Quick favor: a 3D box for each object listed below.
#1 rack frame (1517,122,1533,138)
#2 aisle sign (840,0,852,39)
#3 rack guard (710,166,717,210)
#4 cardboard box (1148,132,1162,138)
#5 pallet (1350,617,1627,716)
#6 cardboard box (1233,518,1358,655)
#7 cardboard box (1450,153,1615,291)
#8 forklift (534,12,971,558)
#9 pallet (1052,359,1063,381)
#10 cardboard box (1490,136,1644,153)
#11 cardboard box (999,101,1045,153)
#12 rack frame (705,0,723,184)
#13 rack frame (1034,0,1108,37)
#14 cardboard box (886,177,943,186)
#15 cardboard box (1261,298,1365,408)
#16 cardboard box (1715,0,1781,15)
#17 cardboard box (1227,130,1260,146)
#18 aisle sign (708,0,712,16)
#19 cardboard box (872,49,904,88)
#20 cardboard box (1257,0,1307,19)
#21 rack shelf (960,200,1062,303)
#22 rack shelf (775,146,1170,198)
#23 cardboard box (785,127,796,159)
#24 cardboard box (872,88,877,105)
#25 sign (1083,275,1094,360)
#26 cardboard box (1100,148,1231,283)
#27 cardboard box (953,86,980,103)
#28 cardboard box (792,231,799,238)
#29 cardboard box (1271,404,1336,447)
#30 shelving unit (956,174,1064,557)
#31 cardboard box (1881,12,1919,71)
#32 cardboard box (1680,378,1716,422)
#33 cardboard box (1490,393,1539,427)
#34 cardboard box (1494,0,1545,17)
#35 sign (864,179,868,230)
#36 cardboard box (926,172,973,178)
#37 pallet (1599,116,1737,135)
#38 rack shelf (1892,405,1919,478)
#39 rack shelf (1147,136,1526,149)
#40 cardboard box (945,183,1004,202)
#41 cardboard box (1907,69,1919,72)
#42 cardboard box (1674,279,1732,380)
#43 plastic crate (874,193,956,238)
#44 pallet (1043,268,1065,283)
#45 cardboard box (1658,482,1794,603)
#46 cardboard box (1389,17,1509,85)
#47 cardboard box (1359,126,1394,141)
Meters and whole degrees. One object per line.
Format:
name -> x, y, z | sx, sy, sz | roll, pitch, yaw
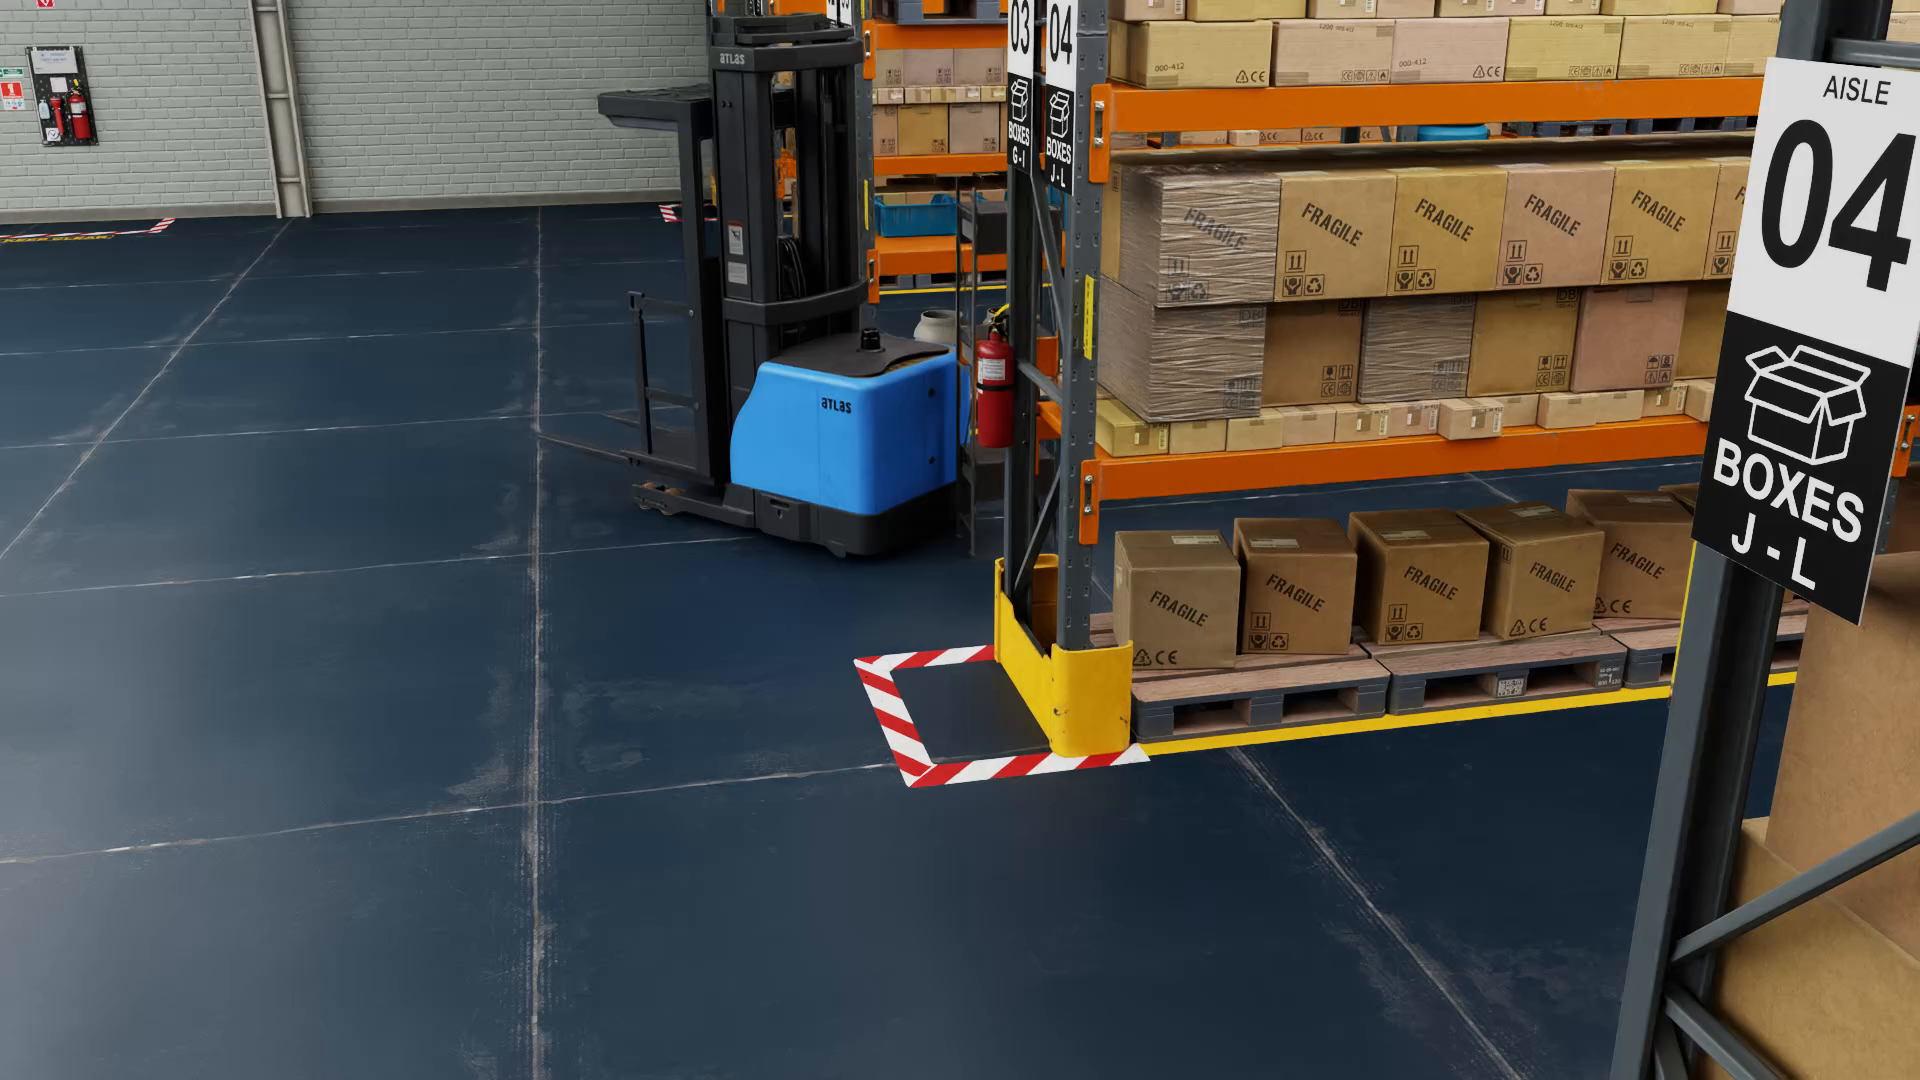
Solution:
rack frame -> 5.894, -4.610, 18.038 | 0.127, 3.000, 1.000 | -5, 21, -12
aisle sign -> -0.758, -3.435, 11.052 | 0.004, 0.787, 0.394 | -5, 21, -12
rack guard -> -2.961, -4.467, 21.281 | 0.348, 0.500, 1.175 | -5, 21, -12
cardboard box -> 2.504, -5.478, 22.313 | 0.500, 0.250, 0.500 | -5, 21, -14
pallet -> 2.442, 0.495, 8.156 | 1.213, 0.211, 1.003 | -5, 21, -12
cardboard box -> 1.570, 0.214, 7.894 | 0.500, 0.500, 0.500 | 1, 20, 2
cardboard box -> 2.442, -1.388, 7.210 | 0.500, 0.500, 0.500 | -5, 21, -12
forklift -> -1.419, -1.656, 10.075 | 3.031, 2.935, 1.130 | 14, 24, 33
pallet -> 1.285, -1.188, 12.752 | 1.213, 0.211, 1.003 | -5, 21, -12
cardboard box -> 2.808, -1.603, 7.798 | 0.500, 0.500, 0.500 | -5, 21, -12
cardboard box -> 0.570, -4.221, 16.830 | 0.500, 0.500, 0.700 | -4, 21, -12
rack frame -> -3.035, -5.634, 20.835 | 0.127, 3.000, 1.000 | -5, 21, -12
rack frame -> 0.385, -3.477, 6.224 | 0.127, 3.000, 1.000 | -5, 21, -12
cardboard box -> -0.468, -3.461, 17.198 | 0.500, 0.500, 0.500 | -5, 21, -12
cardboard box -> 1.385, -0.961, 7.499 | 0.500, 0.500, 0.875 | -5, 21, -12
cardboard box -> 3.259, -2.310, 7.037 | 0.250, 0.149, 0.380 | -5, 21, -14
cardboard box -> 2.911, -4.177, 17.221 | 0.250, 0.149, 0.380 | -5, 21, -12
aisle sign -> -3.036, -6.749, 20.098 | 0.004, 0.787, 0.394 | -5, 21, -12
cardboard box -> -0.872, -4.713, 16.288 | 0.500, 0.500, 0.700 | -5, 21, -14
cardboard box -> 1.198, -2.179, 6.680 | 0.250, 0.149, 0.380 | -5, 21, -13
rack shelf -> 0.268, -1.619, 9.187 | 0.480, 0.518, 0.431 | -5, 21, -13
rack shelf -> 0.055, -3.797, 16.865 | 4.000, 0.370, 1.077 | -5, 21, -12
cardboard box -> -1.434, -4.056, 16.381 | 0.500, 0.500, 0.700 | -5, 21, -12
cardboard box -> -0.961, -4.328, 16.181 | 0.250, 0.149, 0.380 | -5, 21, -12
sign -> 0.510, -0.885, 6.611 | 0.005, 0.325, 0.100 | -5, 21, -12
cardboard box -> 0.863, -1.443, 7.360 | 0.500, 0.500, 0.500 | -5, 21, -12
cardboard box -> 0.036, -4.408, 16.400 | 0.250, 0.149, 0.380 | -4, 21, -12
cardboard box -> -1.437, -3.024, 17.096 | 0.500, 0.250, 0.500 | -5, 21, -12
cardboard box -> 1.450, -0.540, 7.293 | 0.250, 0.149, 0.380 | -5, 21, -12
shelving unit -> 0.268, -0.975, 9.423 | 0.503, 2.100, 0.431 | -5, 21, -13
cardboard box -> 3.894, -2.191, 7.293 | 0.500, 0.250, 0.500 | -4, 20, -10
cardboard box -> 3.415, -0.670, 7.648 | 0.250, 0.149, 0.380 | -5, 21, -12
cardboard box -> 2.412, -0.636, 7.554 | 0.250, 0.149, 0.380 | -5, 21, -12
cardboard box -> 2.211, -2.257, 6.892 | 0.250, 0.149, 0.380 | -5, 21, -13
sign -> -0.633, -2.264, 11.231 | 0.005, 0.325, 0.100 | -5, 21, -12
cardboard box -> -0.143, -4.888, 21.793 | 0.500, 0.500, 0.500 | -6, 21, -17
pallet -> 7.785, -4.675, 18.495 | 1.213, 0.211, 1.003 | -5, 21, -12
rack shelf -> 6.224, -0.797, 8.676 | 4.000, 0.370, 1.077 | -5, 21, -12
rack shelf -> 3.948, -4.114, 17.729 | 4.000, 0.370, 1.077 | -5, 21, -12
cardboard box -> 0.142, -3.321, 16.815 | 0.500, 0.500, 0.500 | -5, 21, -12
cardboard box -> 1.673, -0.666, 2.521 | 0.250, 0.149, 0.380 | -5, 21, -13
cardboard box -> 3.330, -1.121, 7.935 | 0.500, 0.500, 0.875 | -5, 21, -12
plastic crate -> -0.337, -2.388, 12.189 | 0.616, 0.251, 0.499 | -5, 21, -12
pallet -> 1.218, -2.935, 17.520 | 1.213, 0.211, 1.003 | -5, 21, -12
cardboard box -> 3.879, 0.018, 8.428 | 0.500, 0.500, 0.500 | -5, 21, -14
cardboard box -> 1.896, -2.031, 6.854 | 0.500, 0.250, 0.500 | -5, 21, -13
cardboard box -> 4.265, -4.518, 17.643 | 0.500, 0.500, 0.500 | -6, 21, -15
